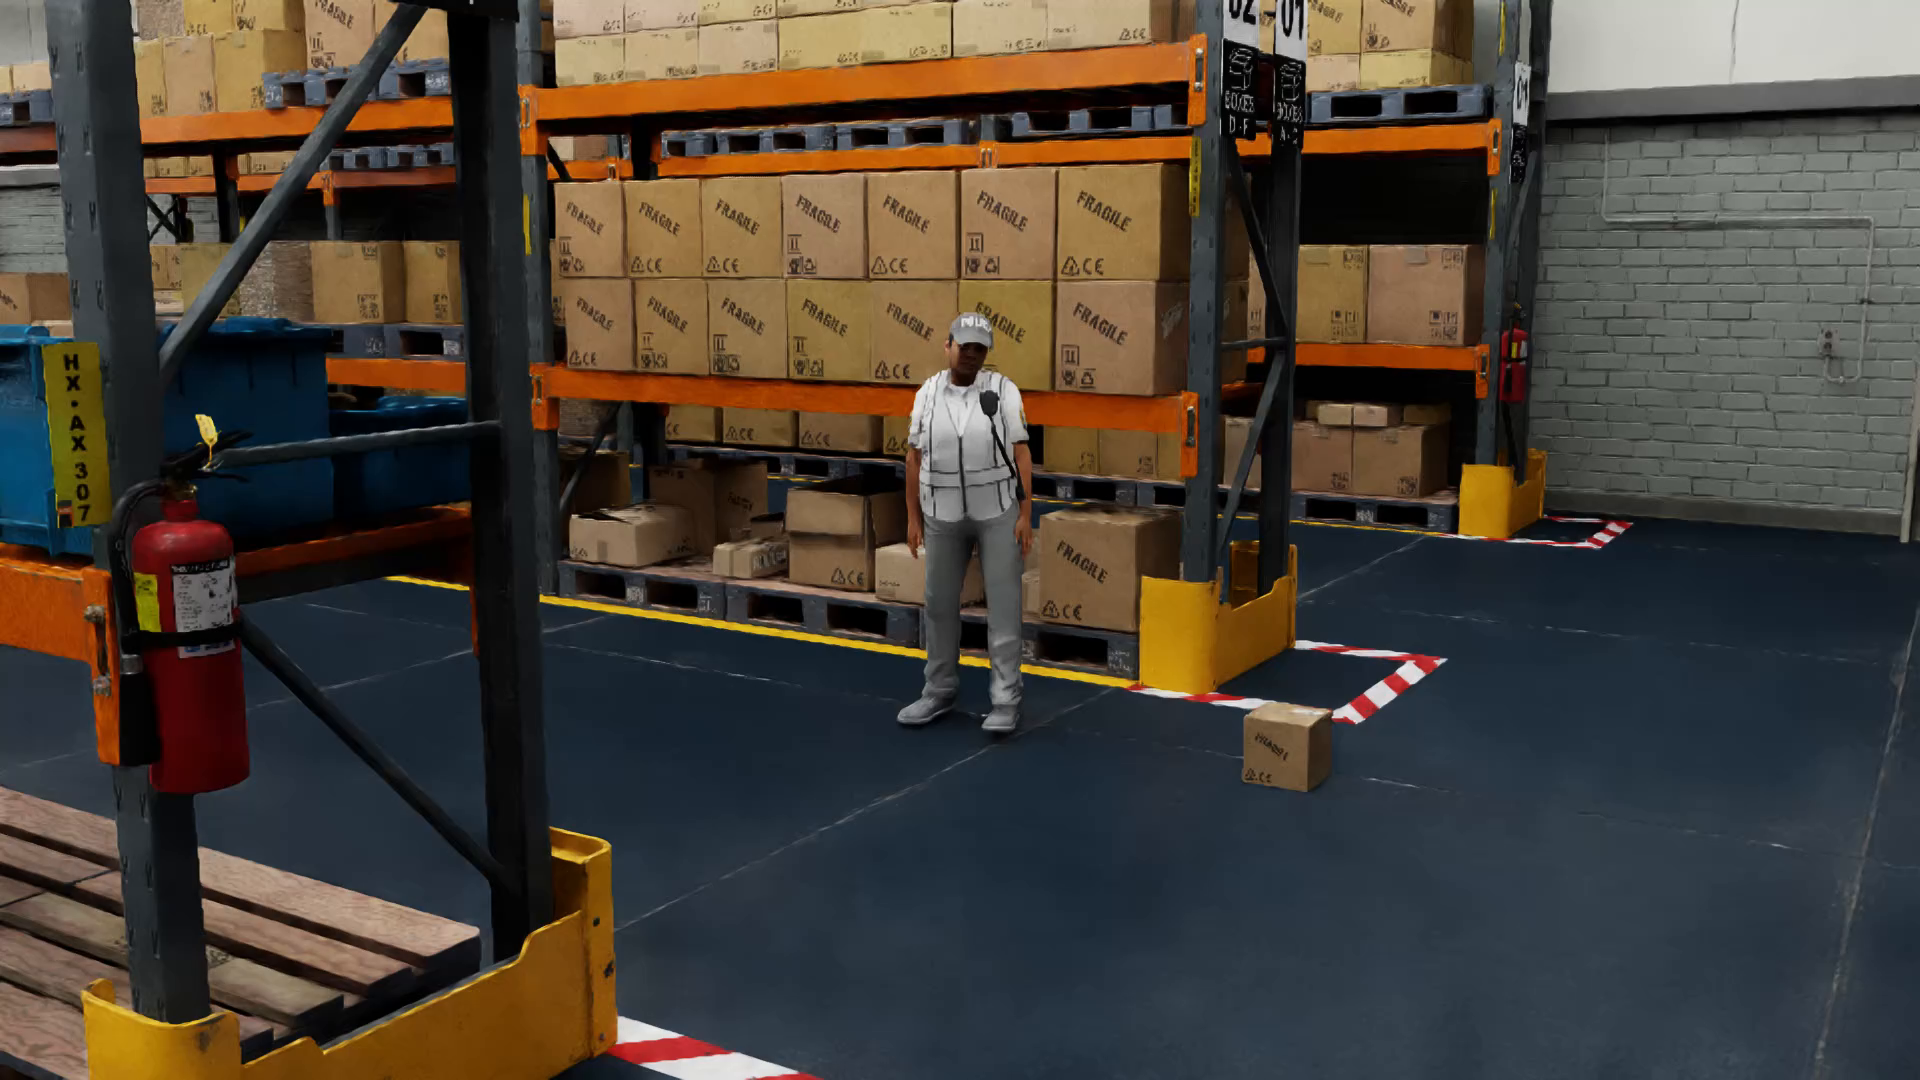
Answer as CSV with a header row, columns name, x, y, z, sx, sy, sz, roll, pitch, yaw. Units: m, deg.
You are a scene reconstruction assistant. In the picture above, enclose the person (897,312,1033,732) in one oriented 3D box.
name,x,y,z,sx,sy,sz,roll,pitch,yaw
person,0.019,-0.069,6.651,0.562,1.672,0.470,2,10,12
